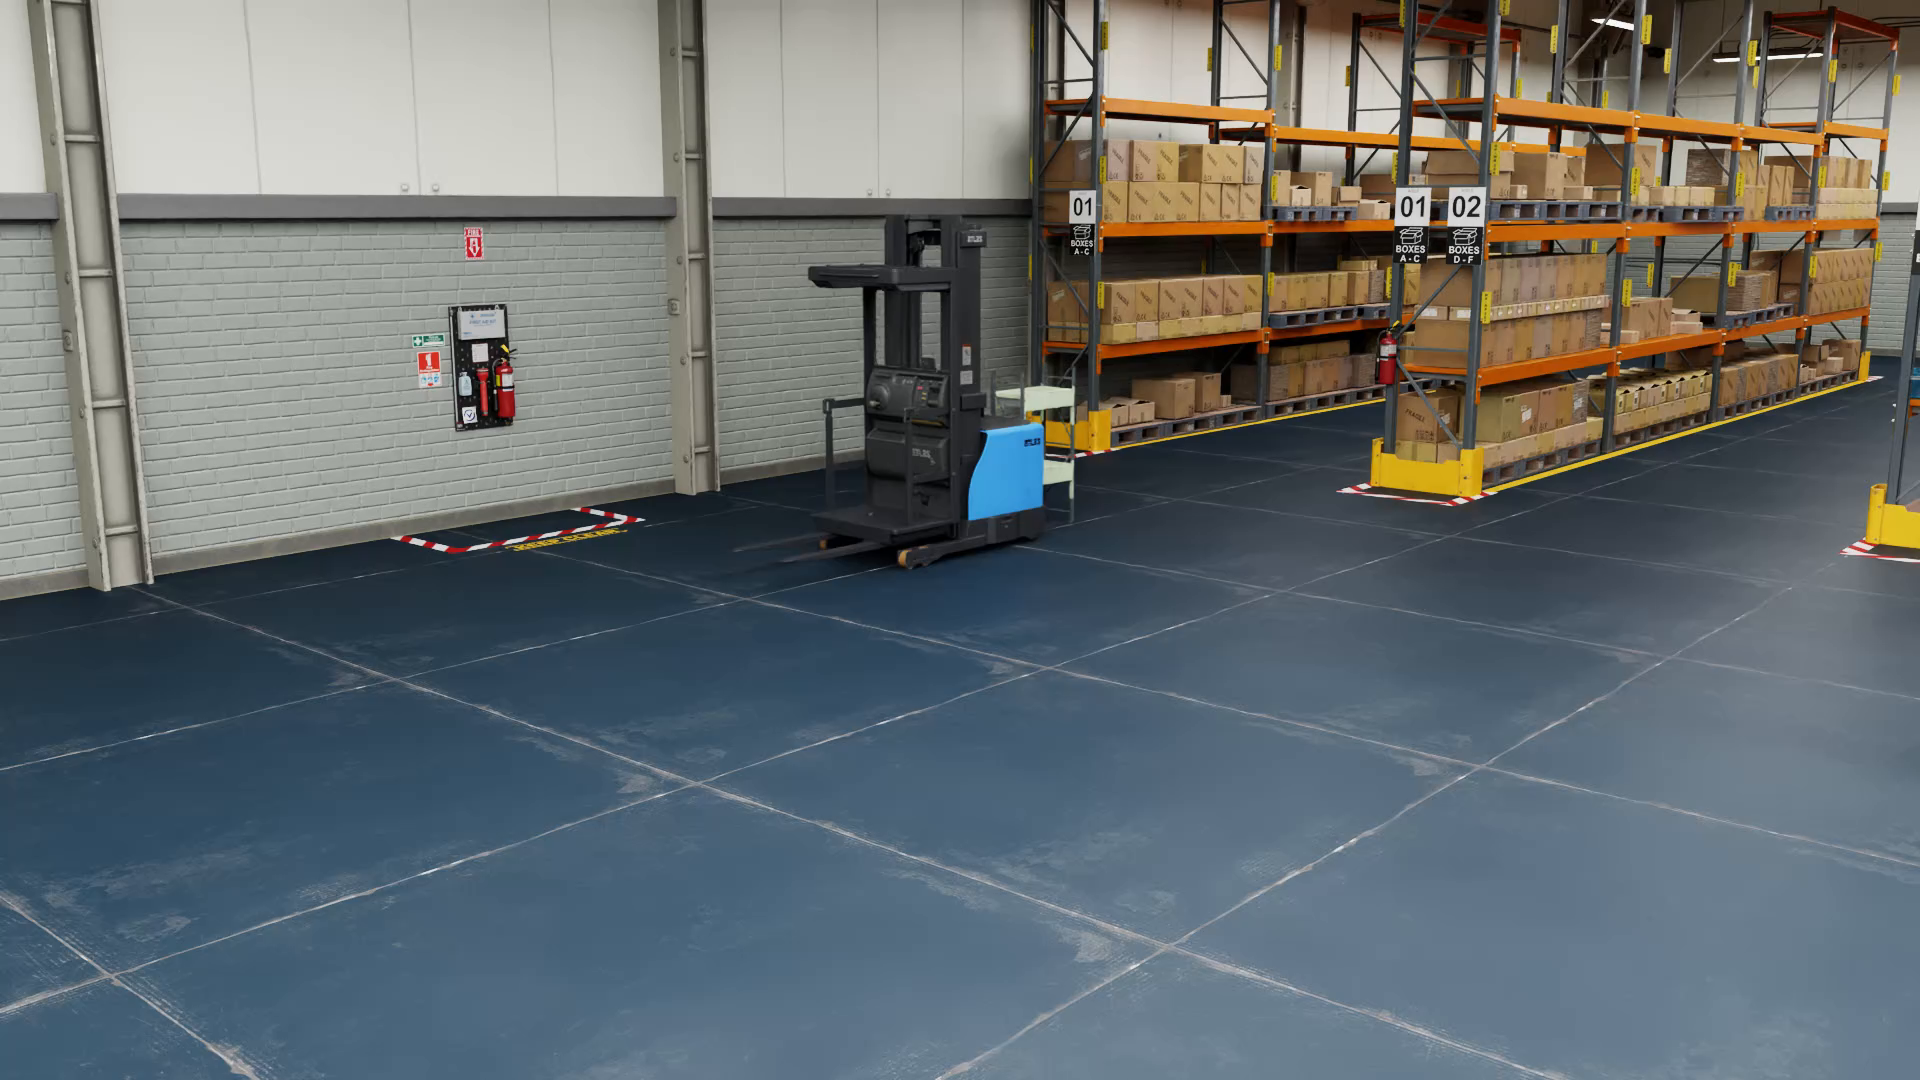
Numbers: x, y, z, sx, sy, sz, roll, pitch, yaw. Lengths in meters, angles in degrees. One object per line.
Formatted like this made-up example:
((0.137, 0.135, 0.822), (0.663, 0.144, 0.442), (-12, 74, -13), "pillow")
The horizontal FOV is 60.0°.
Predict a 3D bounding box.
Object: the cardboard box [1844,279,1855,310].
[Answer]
((14.845, -4.176, 28.242), (0.500, 0.500, 0.500), (10, 15, 41), "cardboard box")

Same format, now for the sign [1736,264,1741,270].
((12.556, -4.282, 26.821), (0.100, 0.325, 0.005), (10, 15, 40), "sign")

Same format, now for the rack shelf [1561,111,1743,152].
((9.008, -5.299, 21.662), (1.077, 0.370, 4.000), (10, 15, 40), "rack shelf")

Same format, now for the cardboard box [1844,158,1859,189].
((14.639, -6.160, 27.965), (0.700, 0.500, 0.500), (10, 15, 40), "cardboard box")

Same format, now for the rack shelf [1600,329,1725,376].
((9.008, -2.553, 22.211), (1.077, 0.370, 4.000), (10, 15, 40), "rack shelf")

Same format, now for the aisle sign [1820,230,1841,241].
((15.434, -5.700, 29.492), (0.394, 0.787, 0.004), (10, 15, 40), "aisle sign")

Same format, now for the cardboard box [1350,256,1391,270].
((6.710, -4.513, 27.205), (0.500, 0.250, 0.500), (10, 15, 42), "cardboard box")

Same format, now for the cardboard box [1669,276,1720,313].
((10.660, -3.562, 24.099), (0.700, 0.500, 0.500), (4, 12, 21), "cardboard box")

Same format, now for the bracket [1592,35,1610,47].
((13.011, -10.126, 33.783), (0.235, 0.232, 0.430), (10, 15, 40), "bracket")

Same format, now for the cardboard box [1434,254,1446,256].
((8.112, -4.675, 28.018), (0.500, 0.250, 0.500), (9, 15, 39), "cardboard box")

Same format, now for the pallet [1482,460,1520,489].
((5.521, -0.774, 18.584), (1.003, 0.211, 1.213), (10, 15, 40), "pallet")

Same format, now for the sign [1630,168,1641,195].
((8.106, -4.303, 19.957), (0.100, 0.325, 0.005), (10, 15, 40), "sign")

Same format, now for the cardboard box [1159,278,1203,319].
((2.877, -3.222, 22.143), (0.500, 0.500, 0.500), (10, 15, 42), "cardboard box")

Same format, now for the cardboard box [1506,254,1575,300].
((6.736, -3.083, 19.458), (0.700, 0.500, 0.500), (10, 15, 40), "cardboard box")

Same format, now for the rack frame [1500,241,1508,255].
((9.246, -4.428, 29.764), (1.000, 3.000, 0.127), (10, 15, 40), "rack frame")

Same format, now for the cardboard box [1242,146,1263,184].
((3.838, -5.163, 22.923), (0.500, 0.500, 0.500), (8, 14, 36), "cardboard box")

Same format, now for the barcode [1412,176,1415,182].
((4.885, -3.885, 17.904), (0.001, 0.075, 0.075), (10, 15, 40), "barcode")

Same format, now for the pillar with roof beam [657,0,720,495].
((0.410, -4.380, 14.206), (9.100, 9.000, 0.400), (10, 15, 40), "pillar with roof beam")

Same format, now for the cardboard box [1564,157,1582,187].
((7.158, -4.366, 20.108), (0.500, 0.500, 0.500), (-11, 15, -43), "cardboard box")

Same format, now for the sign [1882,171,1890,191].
((16.013, -6.208, 28.752), (0.100, 0.325, 0.005), (10, 15, 40), "sign")

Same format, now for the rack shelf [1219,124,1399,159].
((5.285, -5.939, 24.866), (1.077, 0.370, 4.000), (10, 15, 40), "rack shelf")

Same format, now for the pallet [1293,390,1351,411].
((5.283, -2.179, 25.621), (1.003, 0.211, 1.213), (10, 15, 40), "pallet")

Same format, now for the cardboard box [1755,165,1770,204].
((11.703, -5.302, 24.898), (0.600, 0.600, 0.600), (9, 14, 38), "cardboard box")

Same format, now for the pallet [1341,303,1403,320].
((6.215, -3.627, 26.242), (1.213, 0.211, 1.003), (10, 15, 40), "pallet")

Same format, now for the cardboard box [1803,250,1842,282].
((14.171, -4.512, 27.376), (0.500, 0.500, 0.500), (9, 15, 39), "cardboard box")

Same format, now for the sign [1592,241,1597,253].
((12.284, -5.629, 32.212), (0.100, 0.325, 0.005), (10, 15, 40), "sign")

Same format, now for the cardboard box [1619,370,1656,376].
((9.422, -2.215, 23.199), (0.500, 0.311, 0.500), (9, 15, 39), "cardboard box")

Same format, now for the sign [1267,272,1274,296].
((4.377, -3.607, 23.440), (0.100, 0.325, 0.005), (10, 15, 40), "sign")

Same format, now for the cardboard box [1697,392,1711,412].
((10.165, -1.949, 23.296), (0.500, 0.250, 0.500), (10, 15, 42), "cardboard box")

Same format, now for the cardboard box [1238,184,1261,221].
((3.815, -4.675, 23.031), (0.500, 0.500, 0.500), (10, 15, 42), "cardboard box")

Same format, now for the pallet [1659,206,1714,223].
((9.212, -4.302, 21.955), (1.003, 0.211, 1.213), (11, 16, 43), "pallet")

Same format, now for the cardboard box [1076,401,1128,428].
((1.849, -1.650, 21.596), (0.500, 0.311, 0.500), (8, 14, 34), "cardboard box")

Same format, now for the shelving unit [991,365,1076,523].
((0.694, -0.876, 15.805), (0.431, 1.500, 0.755), (11, 15, 42), "shelving unit")

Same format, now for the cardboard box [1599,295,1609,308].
((7.670, -2.911, 20.255), (0.380, 0.149, 0.250), (10, 15, 40), "cardboard box")

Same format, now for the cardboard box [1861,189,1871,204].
((15.132, -5.837, 28.266), (0.500, 0.250, 0.500), (10, 15, 40), "cardboard box")

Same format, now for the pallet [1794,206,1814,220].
((12.486, -5.080, 25.850), (1.213, 0.211, 1.003), (10, 15, 40), "pallet")

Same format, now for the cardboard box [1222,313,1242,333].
((3.545, -3.007, 22.977), (0.500, 0.250, 0.500), (10, 15, 41), "cardboard box")

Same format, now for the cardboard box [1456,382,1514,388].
((6.158, -1.588, 19.576), (0.500, 0.500, 0.500), (10, 15, 40), "cardboard box")

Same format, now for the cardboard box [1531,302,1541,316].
((6.317, -2.610, 18.747), (0.380, 0.149, 0.250), (10, 15, 40), "cardboard box")

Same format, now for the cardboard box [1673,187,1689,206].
((9.353, -4.567, 22.111), (0.500, 0.250, 0.500), (9, 15, 39), "cardboard box")

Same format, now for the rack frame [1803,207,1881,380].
((15.610, -4.377, 29.506), (1.000, 3.000, 0.127), (10, 15, 40), "rack frame")

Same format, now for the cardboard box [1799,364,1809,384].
((13.409, -2.720, 26.949), (0.500, 0.311, 0.500), (10, 15, 40), "cardboard box")

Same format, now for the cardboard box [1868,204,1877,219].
((15.468, -5.665, 28.678), (0.500, 0.250, 0.500), (10, 15, 40), "cardboard box")

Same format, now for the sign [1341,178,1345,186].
((6.194, -5.676, 26.830), (0.100, 0.325, 0.005), (10, 15, 40), "sign")

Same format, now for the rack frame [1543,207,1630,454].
((7.688, -2.612, 20.667), (1.000, 3.000, 0.127), (10, 15, 40), "rack frame")

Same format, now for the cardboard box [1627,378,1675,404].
((9.162, -1.999, 22.117), (0.500, 0.311, 0.500), (10, 15, 42), "cardboard box")

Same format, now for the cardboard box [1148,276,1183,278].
((2.820, -3.365, 22.857), (0.500, 0.500, 0.500), (10, 15, 42), "cardboard box")

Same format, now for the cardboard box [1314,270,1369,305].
((5.954, -3.949, 25.983), (0.700, 0.500, 0.500), (8, 14, 35), "cardboard box")

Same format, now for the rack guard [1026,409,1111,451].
((1.374, -1.448, 21.225), (1.175, 0.500, 0.348), (10, 15, 40), "rack guard")

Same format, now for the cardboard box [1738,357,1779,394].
((12.195, -2.524, 25.485), (0.500, 0.500, 0.500), (10, 15, 41), "cardboard box")

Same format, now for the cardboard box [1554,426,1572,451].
((6.890, -1.225, 19.672), (0.500, 0.250, 0.500), (10, 15, 40), "cardboard box")

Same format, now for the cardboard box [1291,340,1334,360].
((5.410, -2.933, 25.620), (0.500, 0.250, 0.500), (10, 15, 40), "cardboard box")

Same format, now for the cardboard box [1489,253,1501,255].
((9.129, -4.899, 29.140), (0.500, 0.250, 0.500), (10, 15, 42), "cardboard box")

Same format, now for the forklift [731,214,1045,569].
((-0.603, -1.305, 14.300), (1.130, 2.935, 3.031), (11, 15, 42), "forklift")

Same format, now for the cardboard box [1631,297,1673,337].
((9.233, -3.000, 22.357), (0.500, 0.500, 0.500), (9, 14, 37), "cardboard box")

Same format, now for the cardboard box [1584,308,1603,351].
((7.400, -2.594, 20.326), (0.700, 0.500, 0.500), (9, 15, 39), "cardboard box")
